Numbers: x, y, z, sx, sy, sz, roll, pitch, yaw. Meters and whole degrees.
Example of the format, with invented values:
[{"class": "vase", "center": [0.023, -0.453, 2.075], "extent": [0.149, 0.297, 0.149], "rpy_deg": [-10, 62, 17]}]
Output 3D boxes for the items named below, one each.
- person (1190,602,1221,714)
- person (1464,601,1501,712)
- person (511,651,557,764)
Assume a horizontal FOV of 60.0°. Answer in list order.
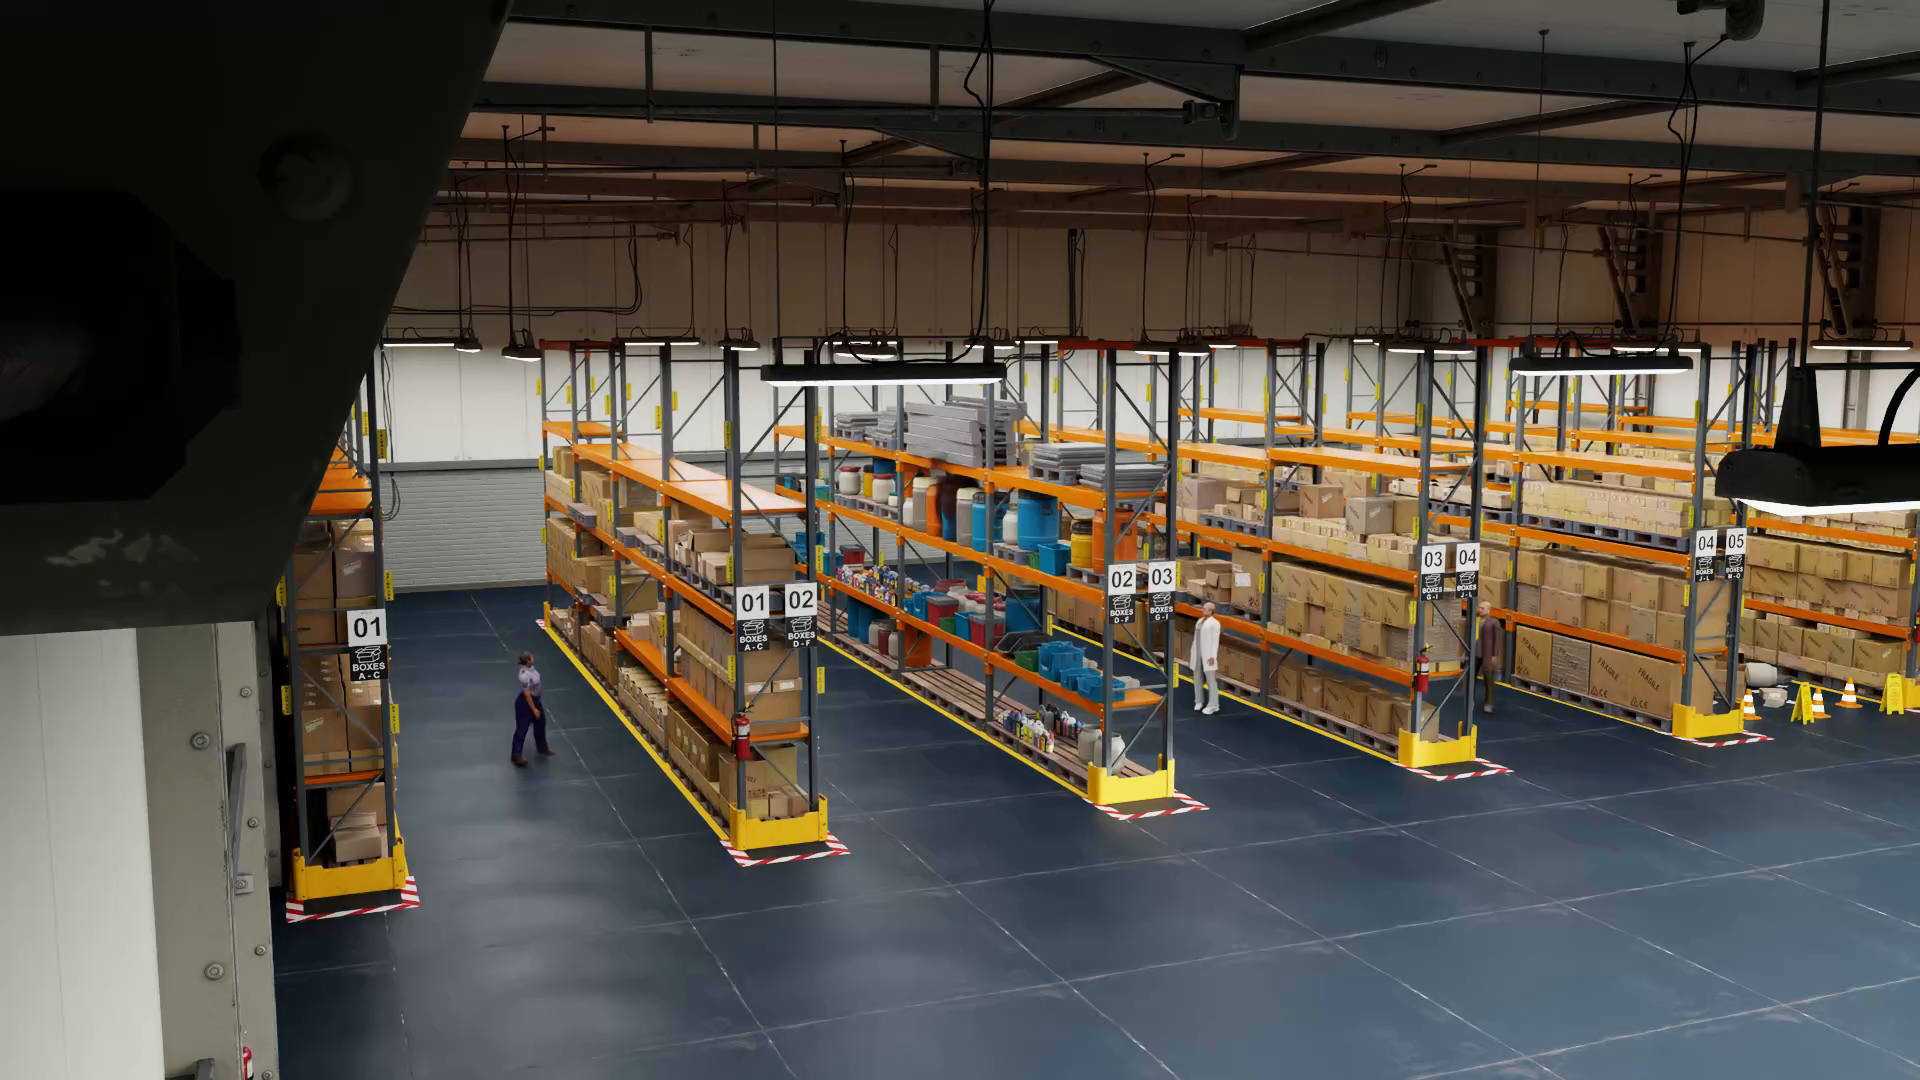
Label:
[{"class": "person", "center": [3.985, 1.912, 27.254], "extent": [0.582, 1.780, 0.507], "rpy_deg": [7, 10, 43]}, {"class": "person", "center": [8.556, 1.905, 27.298], "extent": [0.613, 1.772, 0.394], "rpy_deg": [6, 9, 38]}, {"class": "person", "center": [-6.229, 2.404, 24.151], "extent": [0.537, 1.670, 0.659], "rpy_deg": [0, 7, 3]}]
